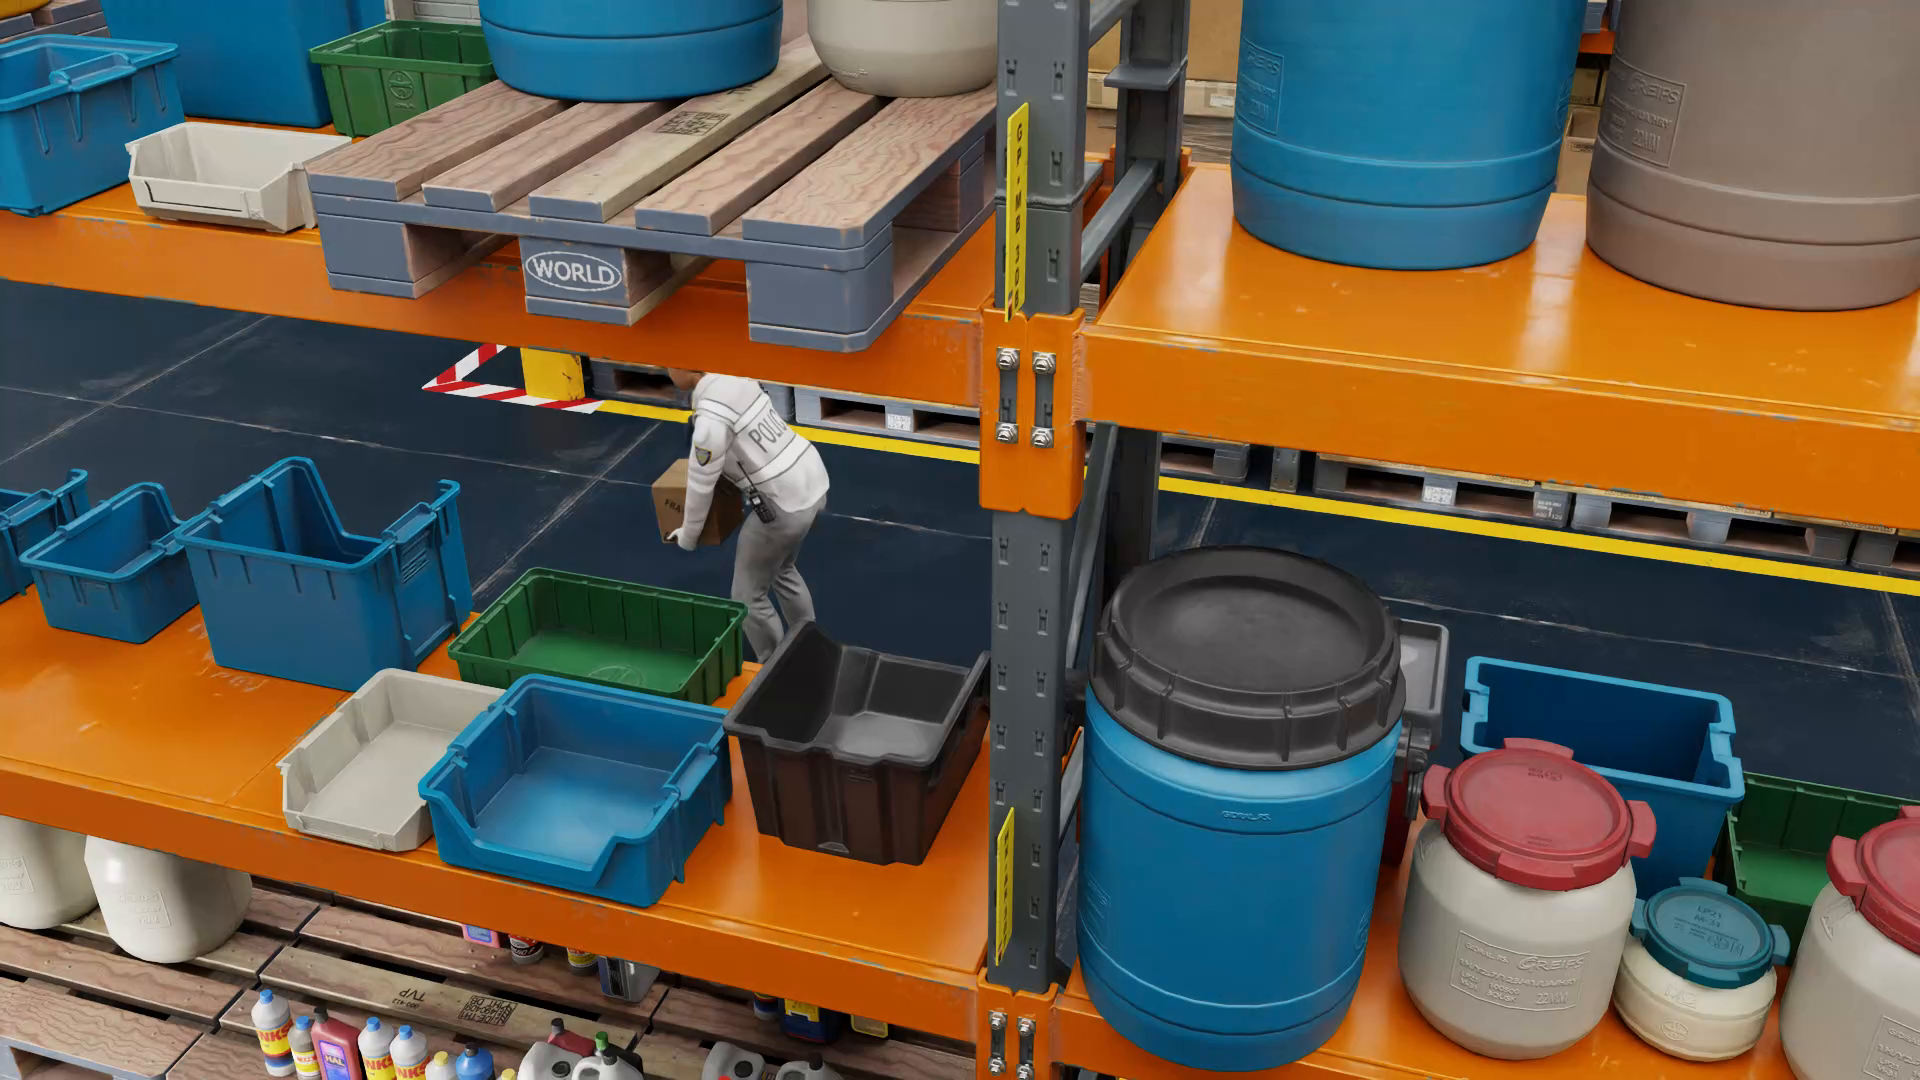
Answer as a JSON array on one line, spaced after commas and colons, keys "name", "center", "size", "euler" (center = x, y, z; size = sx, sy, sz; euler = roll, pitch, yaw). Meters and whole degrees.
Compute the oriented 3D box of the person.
[{"name": "person", "center": [-0.832, -0.102, 6.430], "size": [0.647, 1.552, 0.413], "euler": [8, 30, 14]}]
